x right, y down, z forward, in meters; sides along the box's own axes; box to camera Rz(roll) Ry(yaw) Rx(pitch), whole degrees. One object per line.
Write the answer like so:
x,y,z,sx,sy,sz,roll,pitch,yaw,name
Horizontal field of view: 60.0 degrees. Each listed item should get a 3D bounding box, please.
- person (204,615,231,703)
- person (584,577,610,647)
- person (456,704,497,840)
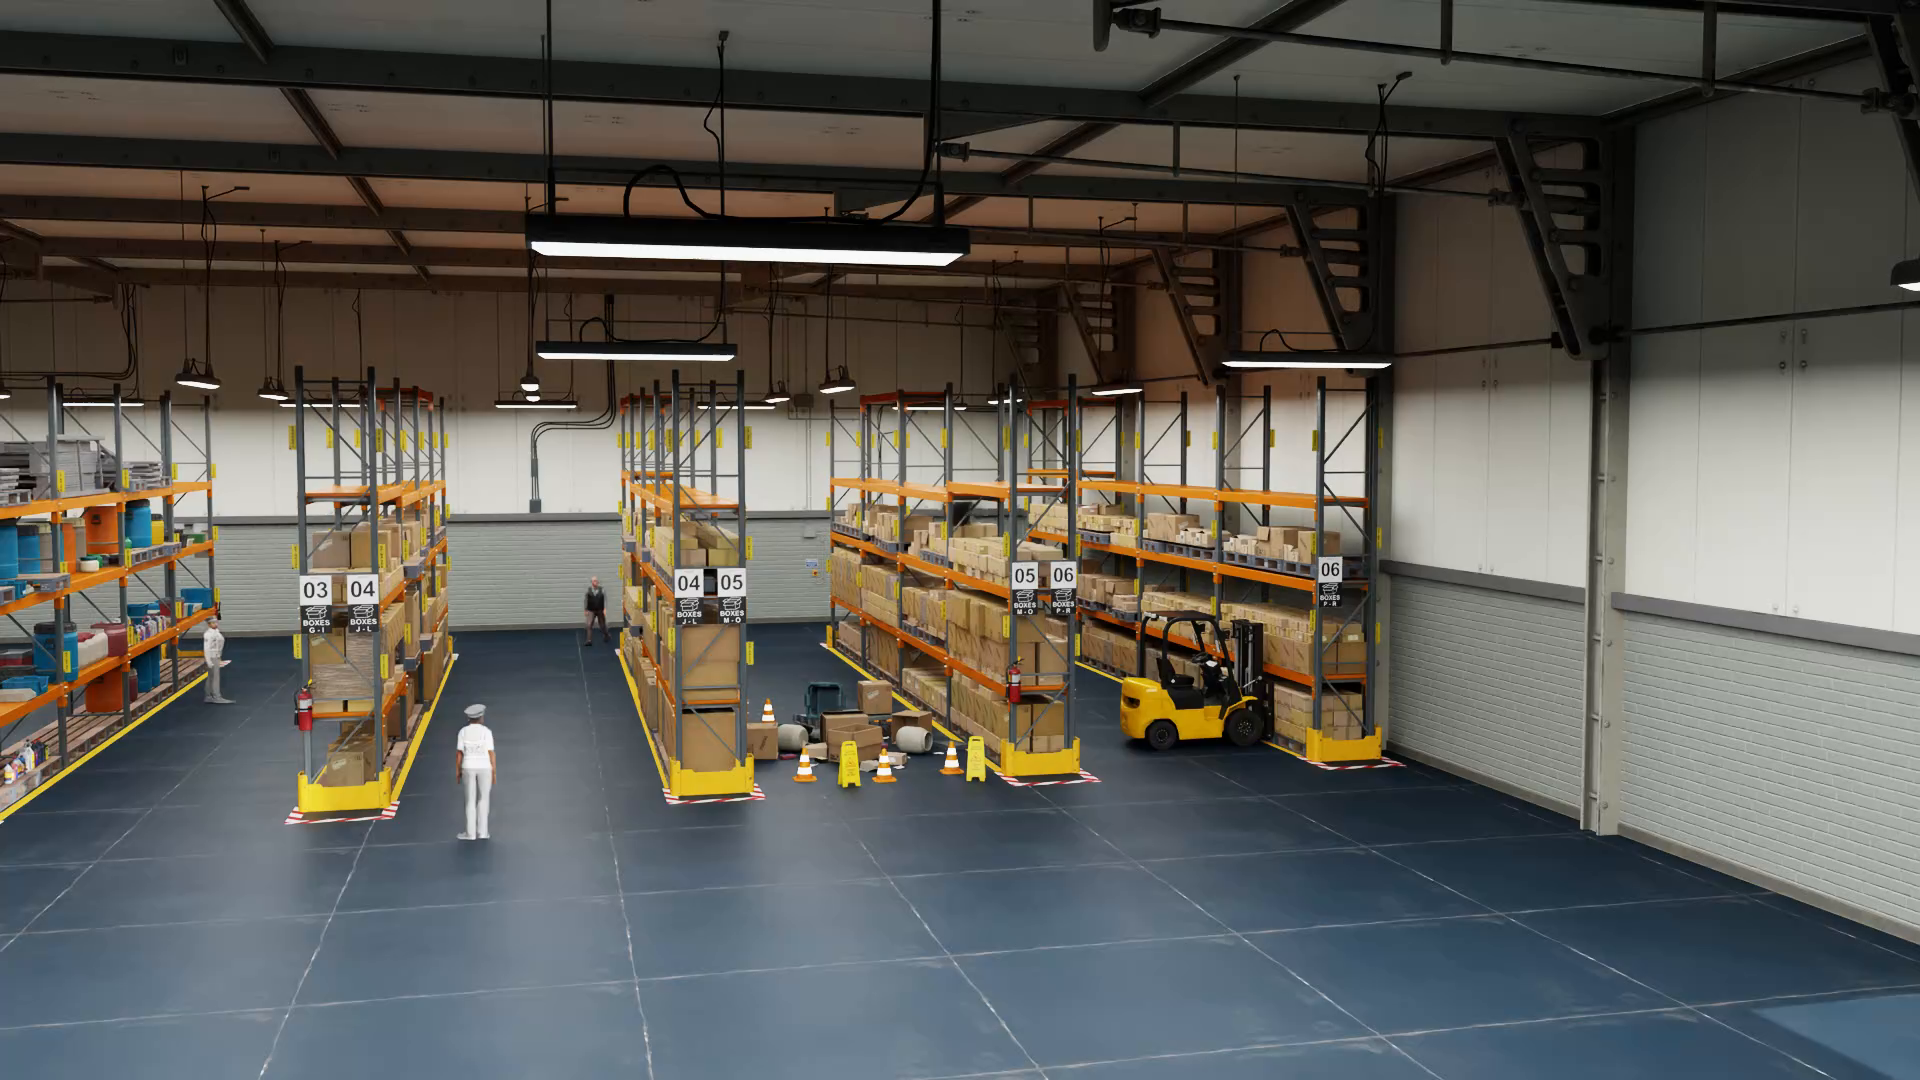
-14.171,2.267,31.732,0.495,1.688,0.488,-1,3,-13,person
-8.883,1.709,40.711,0.599,1.622,0.844,1,3,8,person
-6.078,2.923,20.891,0.509,1.713,0.388,0,3,-5,person
